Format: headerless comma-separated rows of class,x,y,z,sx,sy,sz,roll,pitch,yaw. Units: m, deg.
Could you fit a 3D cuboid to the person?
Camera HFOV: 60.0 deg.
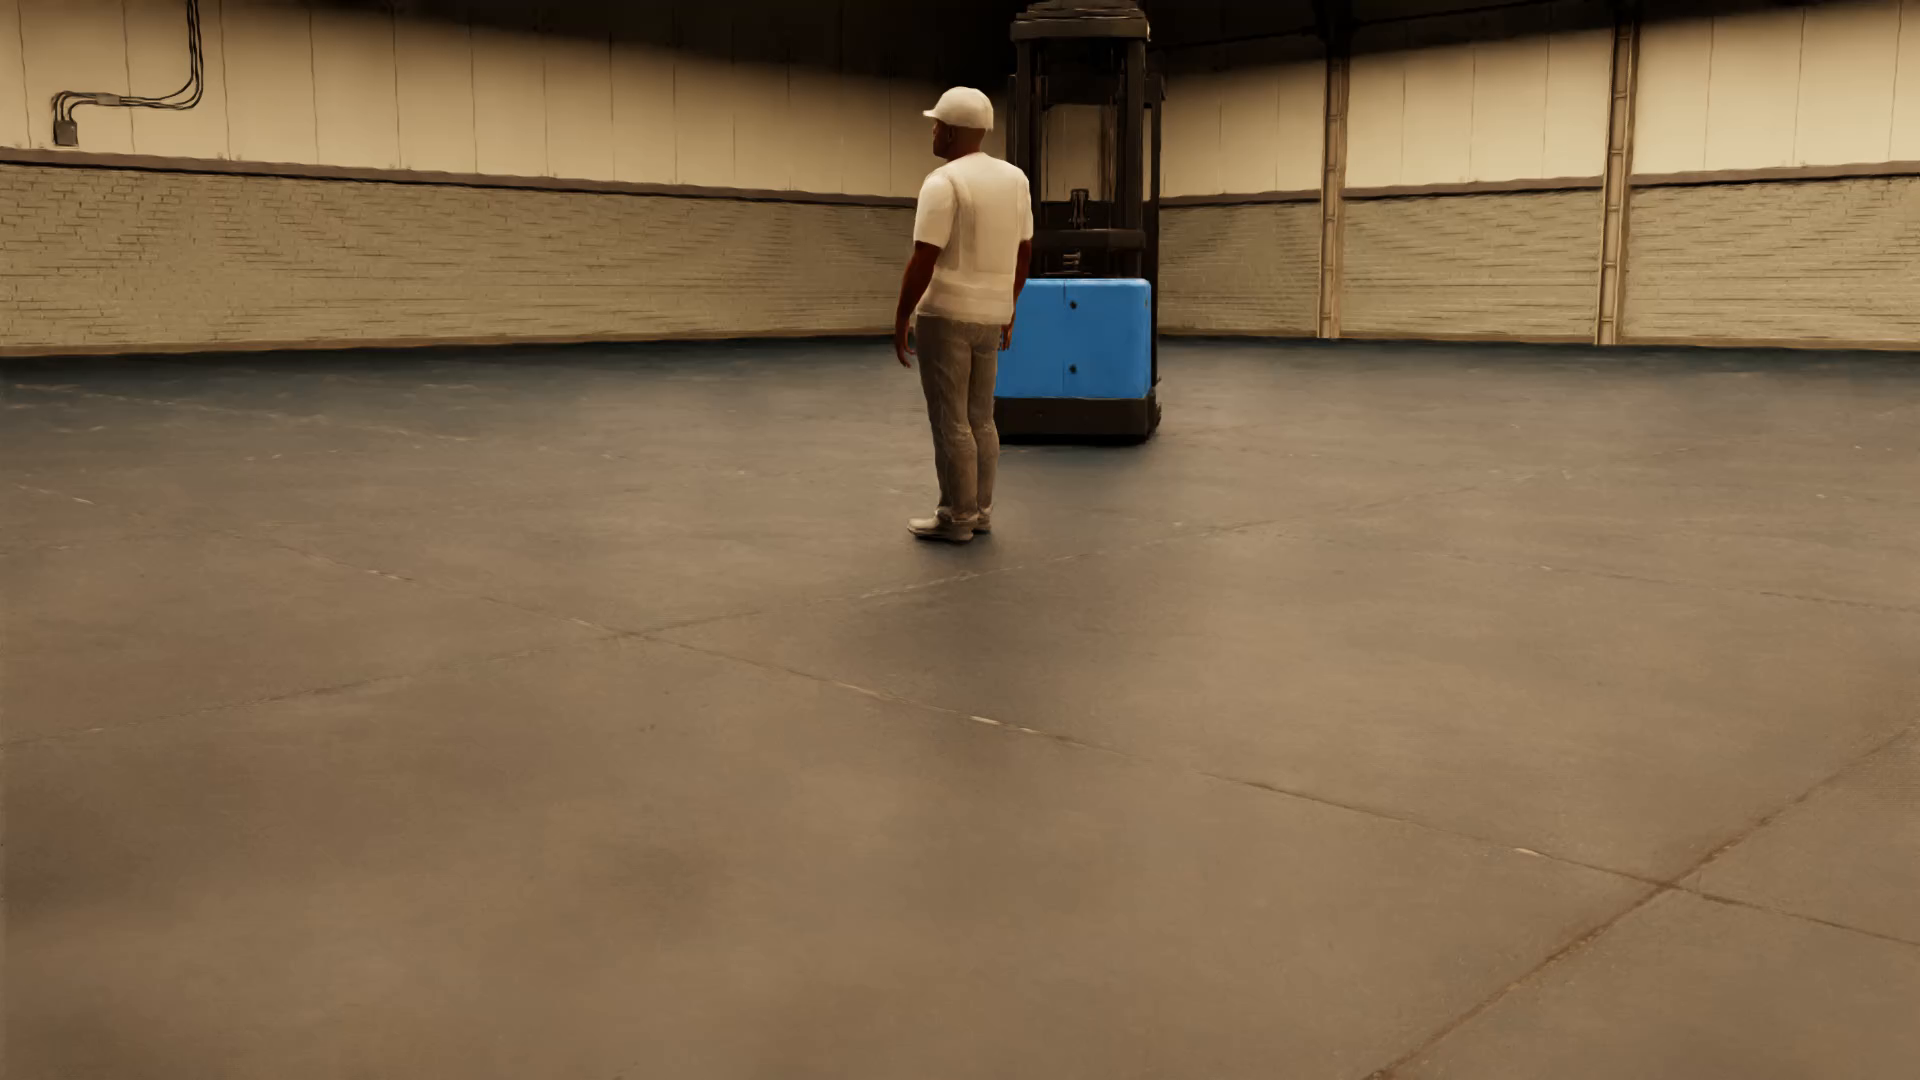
person,-0.046,-0.888,6.636,0.576,1.766,0.665,8,12,43

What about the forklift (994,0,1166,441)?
forklift,0.910,-2.286,12.058,1.130,2.935,3.031,1,9,9
